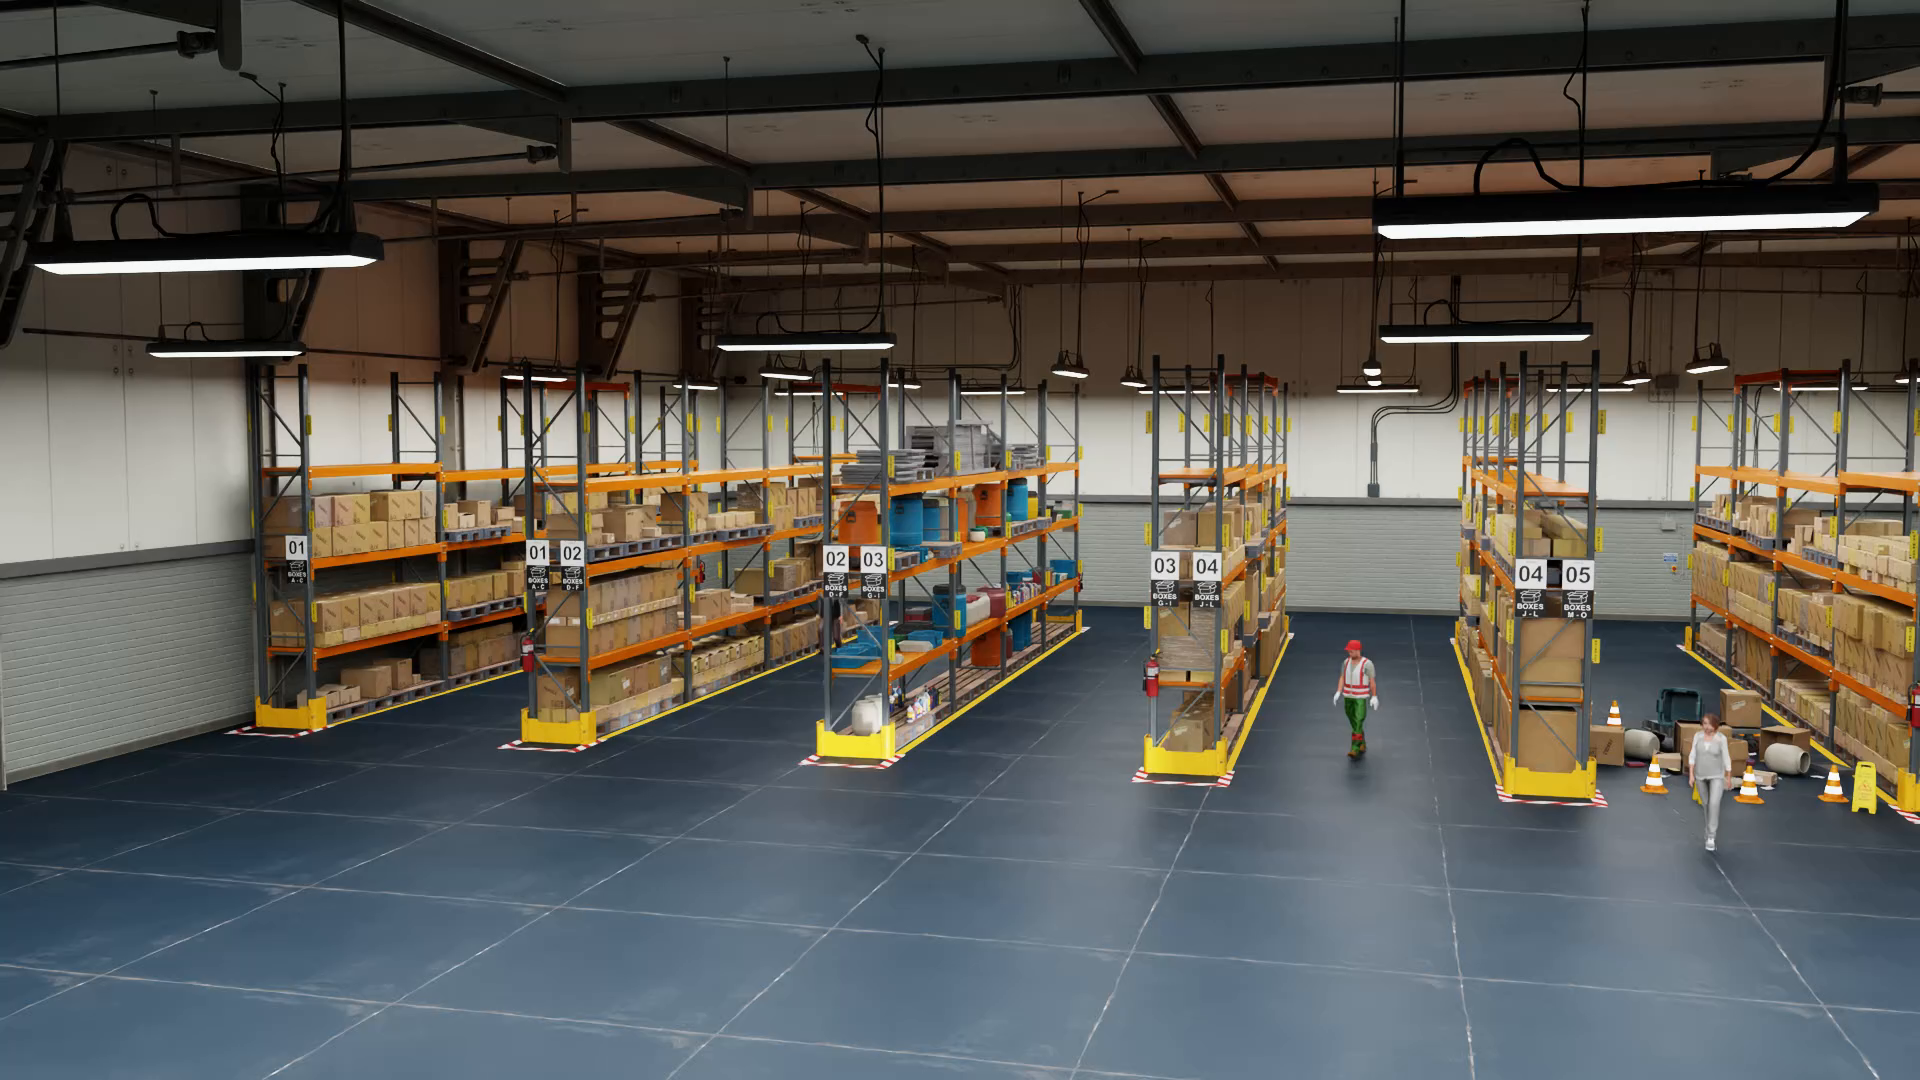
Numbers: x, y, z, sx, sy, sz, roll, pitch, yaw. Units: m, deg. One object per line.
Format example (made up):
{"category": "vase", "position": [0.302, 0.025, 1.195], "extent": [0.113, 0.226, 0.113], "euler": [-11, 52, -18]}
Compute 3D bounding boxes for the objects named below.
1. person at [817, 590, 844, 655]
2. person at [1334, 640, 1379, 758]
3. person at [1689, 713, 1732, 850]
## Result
{"category": "person", "position": [-2.687, 1.577, 34.430], "extent": [0.609, 1.565, 1.067], "euler": [1, 4, 11]}
{"category": "person", "position": [5.966, 2.391, 25.195], "extent": [0.913, 1.751, 0.620], "euler": [-4, 5, -44]}
{"category": "person", "position": [8.886, 2.836, 19.770], "extent": [0.439, 1.563, 0.856], "euler": [4, 5, 43]}
